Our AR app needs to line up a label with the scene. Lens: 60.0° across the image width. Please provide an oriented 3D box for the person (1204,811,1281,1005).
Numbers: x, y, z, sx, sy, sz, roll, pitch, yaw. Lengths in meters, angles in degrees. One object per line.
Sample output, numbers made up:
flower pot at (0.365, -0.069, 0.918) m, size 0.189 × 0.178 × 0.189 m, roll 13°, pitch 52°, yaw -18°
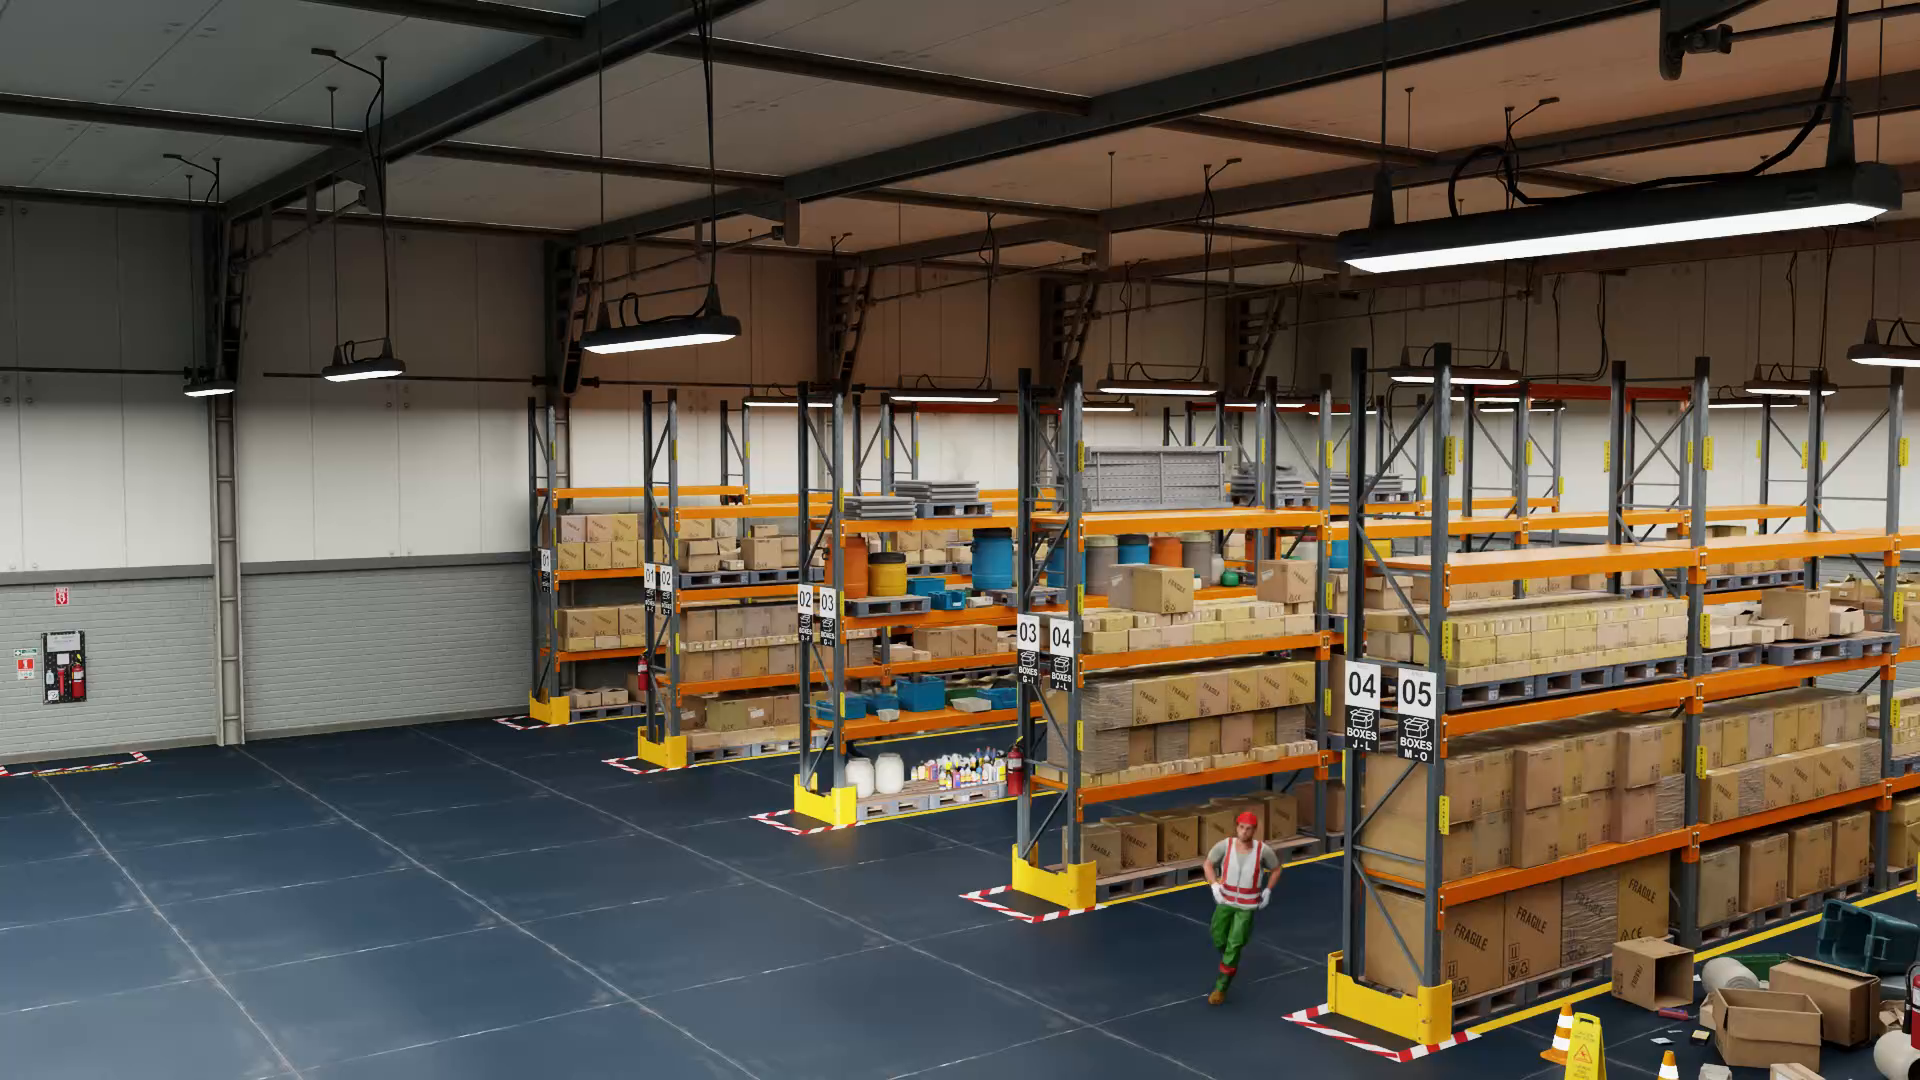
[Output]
person at (2.619, 3.379, 15.499) m, size 0.701 × 1.756 × 0.785 m, roll 1°, pitch 4°, yaw 19°

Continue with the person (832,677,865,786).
person at (-1.670, 2.893, 25.154) m, size 0.754 × 1.660 × 0.544 m, roll -2°, pitch 4°, yaw -35°
